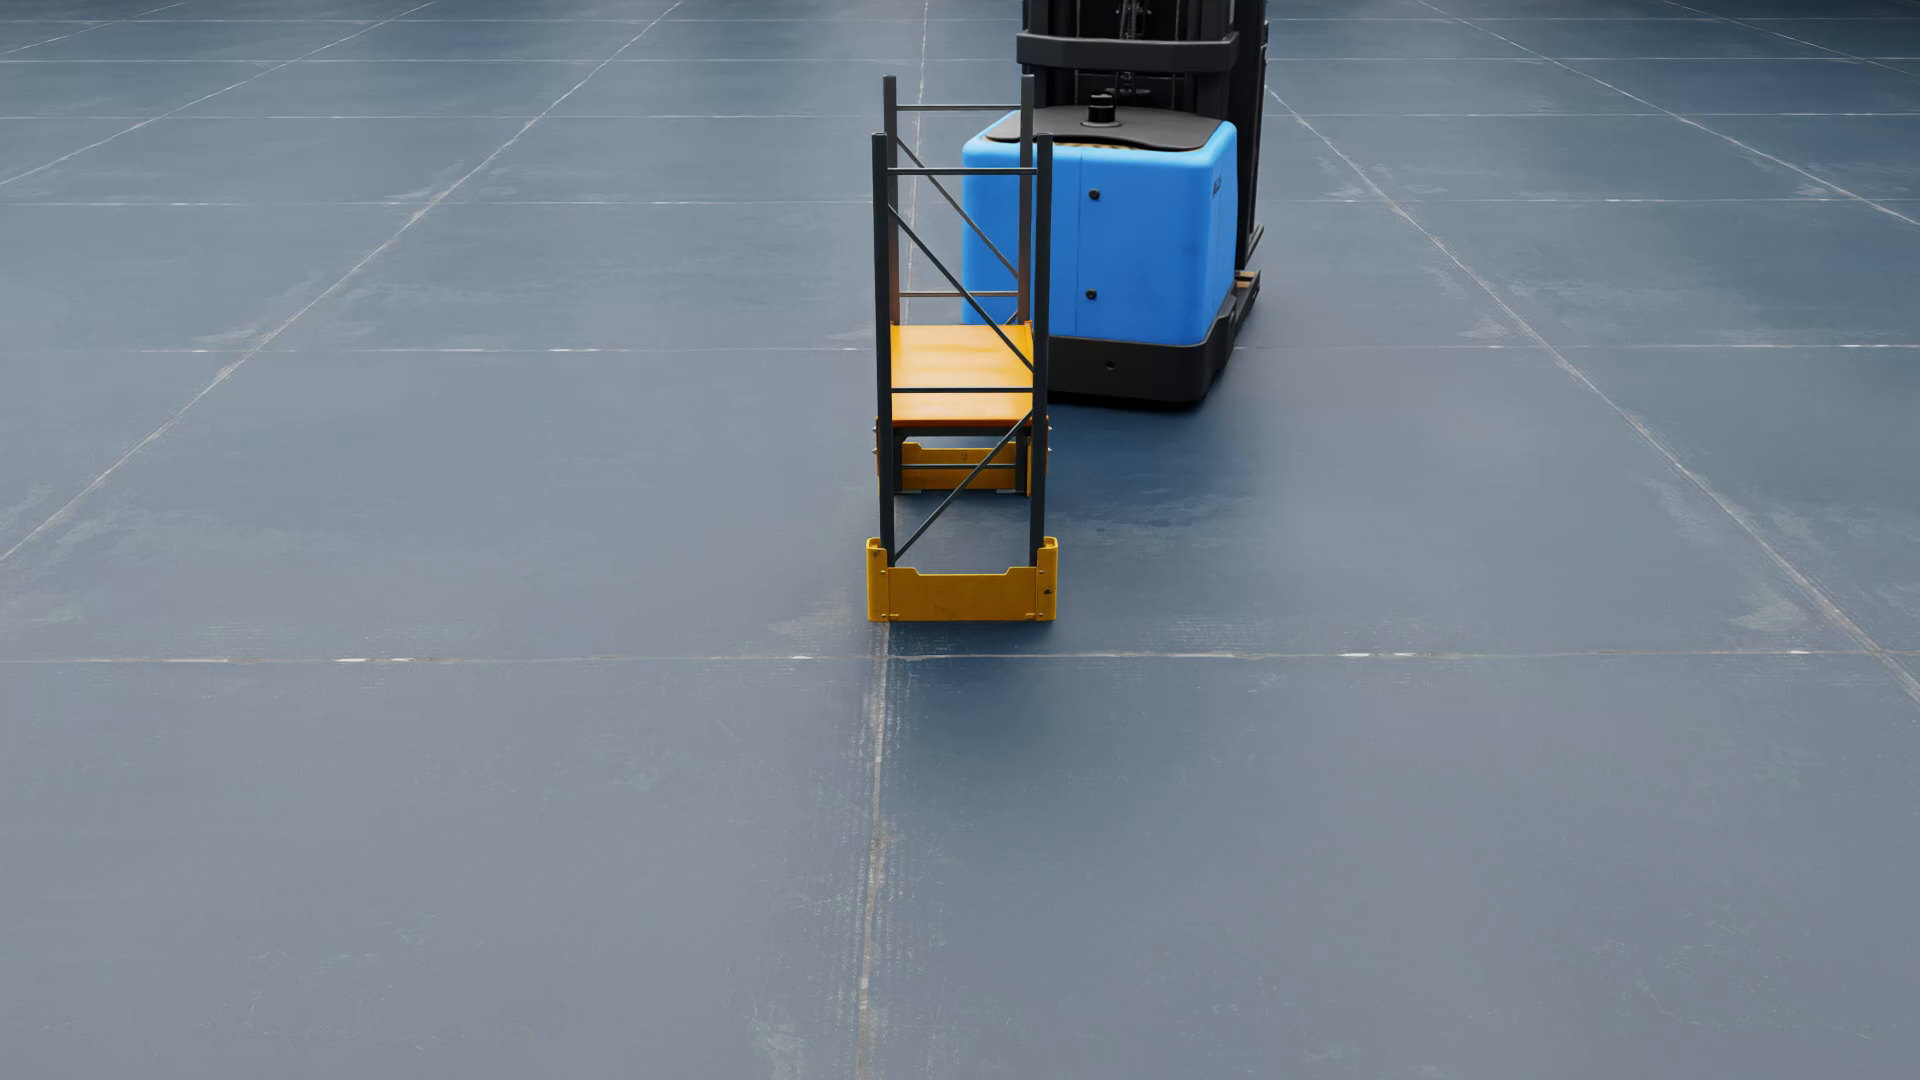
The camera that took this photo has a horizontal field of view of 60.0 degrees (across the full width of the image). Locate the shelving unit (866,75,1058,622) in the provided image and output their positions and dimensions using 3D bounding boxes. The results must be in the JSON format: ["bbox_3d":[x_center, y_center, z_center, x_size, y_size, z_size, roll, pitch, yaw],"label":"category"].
[{"bbox_3d":[0.001,-0.652,5.371,0.587,1.500,1.083,0,24,-1],"label":"shelving unit"}]

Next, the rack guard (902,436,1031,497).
[{"bbox_3d":[-0.005,-0.288,6.083,0.587,0.250,0.087,0,24,-1],"label":"rack guard"}]

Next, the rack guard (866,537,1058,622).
[{"bbox_3d":[0.006,0.123,5.175,0.587,0.250,0.087,0,24,-1],"label":"rack guard"}]

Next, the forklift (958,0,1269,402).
[{"bbox_3d":[0.888,-2.483,7.683,1.130,2.935,3.031,7,25,14],"label":"forklift"}]

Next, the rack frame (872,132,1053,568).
[{"bbox_3d":[0.006,-0.439,4.900,0.500,1.500,0.032,0,24,-1],"label":"rack frame"}]

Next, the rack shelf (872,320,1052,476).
[{"bbox_3d":[0.001,-0.484,5.437,0.538,0.185,1.000,0,24,-1],"label":"rack shelf"}]

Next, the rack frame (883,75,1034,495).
[{"bbox_3d":[-0.005,-0.858,5.826,0.500,1.500,0.032,0,24,-1],"label":"rack frame"}]
